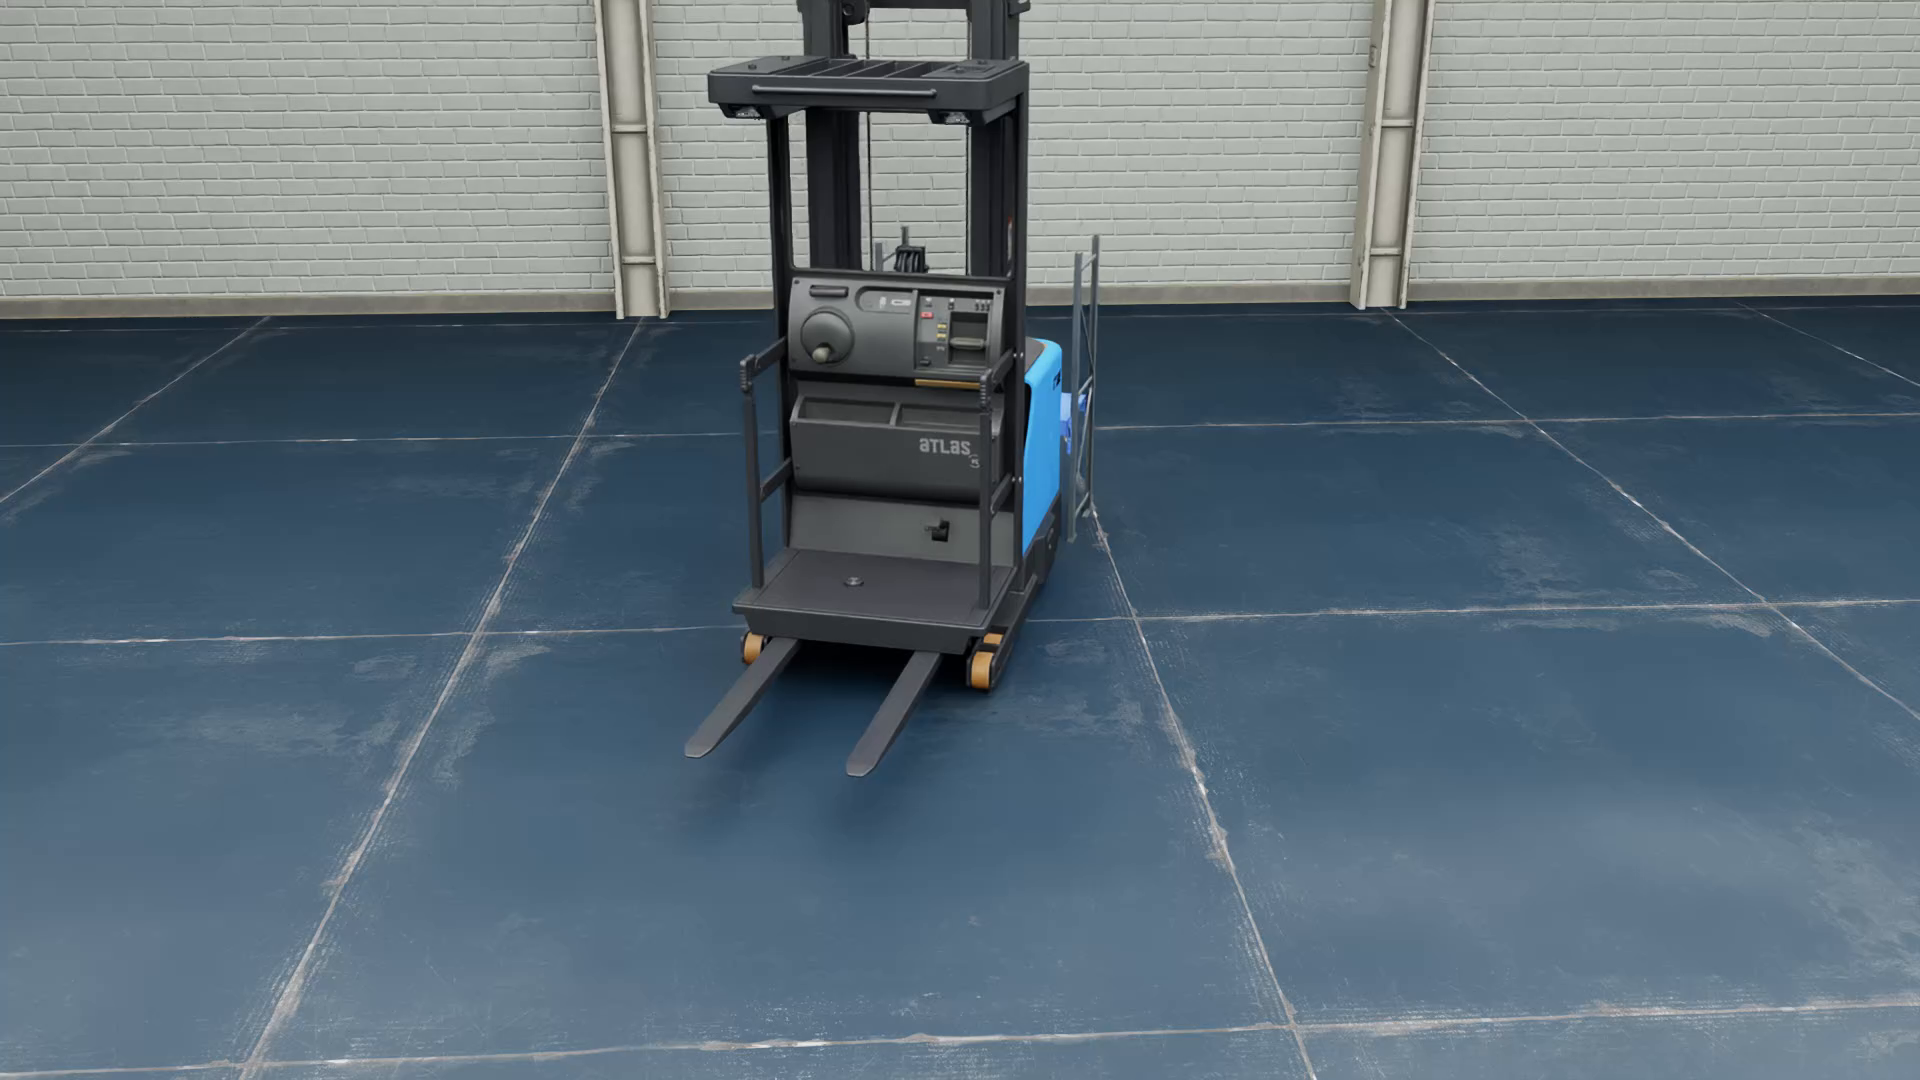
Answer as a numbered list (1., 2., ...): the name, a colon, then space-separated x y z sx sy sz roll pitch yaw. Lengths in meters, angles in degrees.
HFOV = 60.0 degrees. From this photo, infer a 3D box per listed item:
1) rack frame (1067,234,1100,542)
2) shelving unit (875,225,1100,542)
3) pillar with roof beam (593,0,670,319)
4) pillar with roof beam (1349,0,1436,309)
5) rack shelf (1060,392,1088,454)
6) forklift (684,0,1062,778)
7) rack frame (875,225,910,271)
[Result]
1. rack frame: 0.635 -0.777 8.555 0.032 1.500 0.500 6 22 14
2. shelving unit: 0.145 -0.825 8.679 1.048 1.500 0.538 6 22 14
3. pillar with roof beam: -2.303 -4.497 7.787 0.400 9.000 9.100 -1 21 -3
4. pillar with roof beam: 3.687 -4.619 8.107 0.400 9.000 9.100 -1 21 -3
5. rack shelf: 0.145 -0.656 8.743 1.000 0.185 0.538 6 22 14
6. forklift: -0.319 -0.886 6.828 1.130 2.935 3.031 5 21 12
7. rack frame: -0.346 -0.872 8.803 0.032 1.500 0.500 6 22 14
